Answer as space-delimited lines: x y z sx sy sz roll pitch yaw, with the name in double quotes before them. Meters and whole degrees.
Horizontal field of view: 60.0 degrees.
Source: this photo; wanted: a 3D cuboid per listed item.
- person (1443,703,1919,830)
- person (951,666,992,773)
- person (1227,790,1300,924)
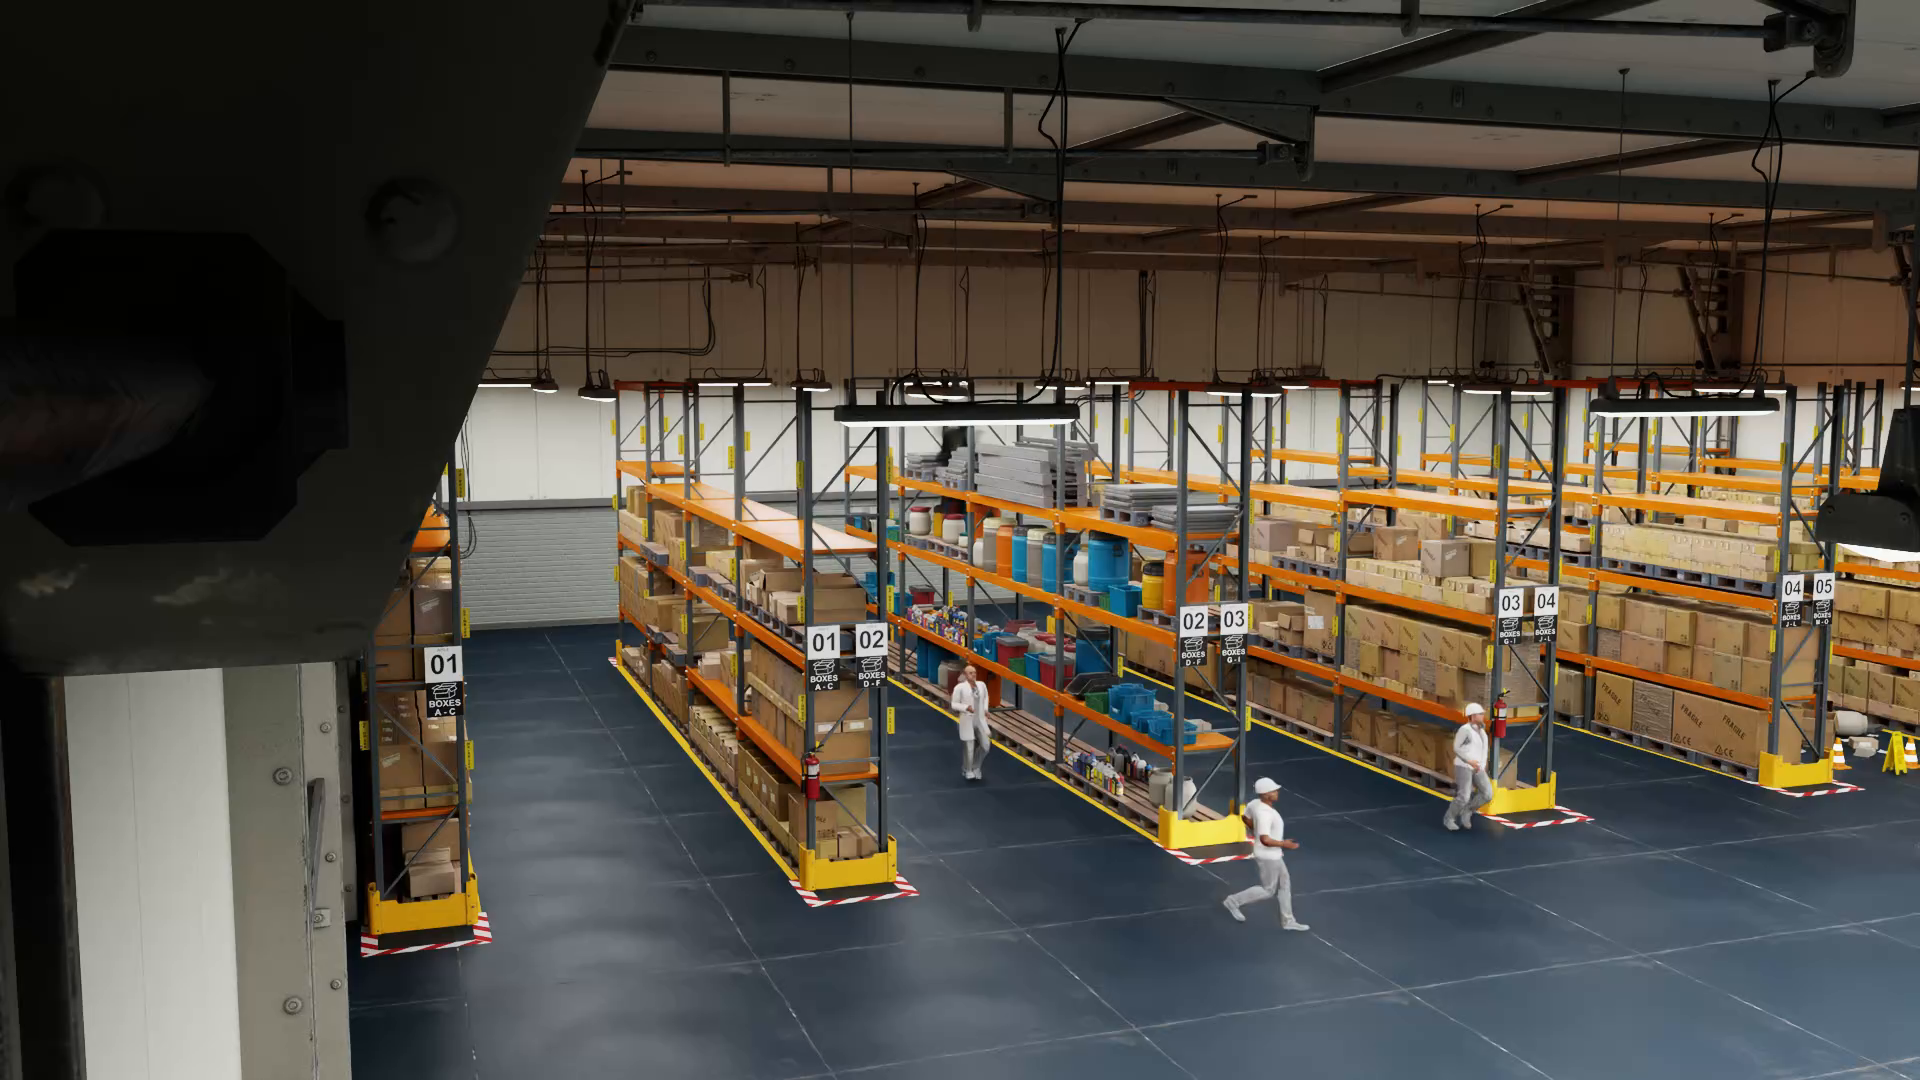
"person" 5.447 1.478 17.565 25.744 6.000 6.773 -4 7 -34
"person" 0.214 2.749 25.219 0.675 1.671 0.658 -3 7 -23
"person" 3.374 3.530 18.559 0.775 1.551 0.713 1 6 6
